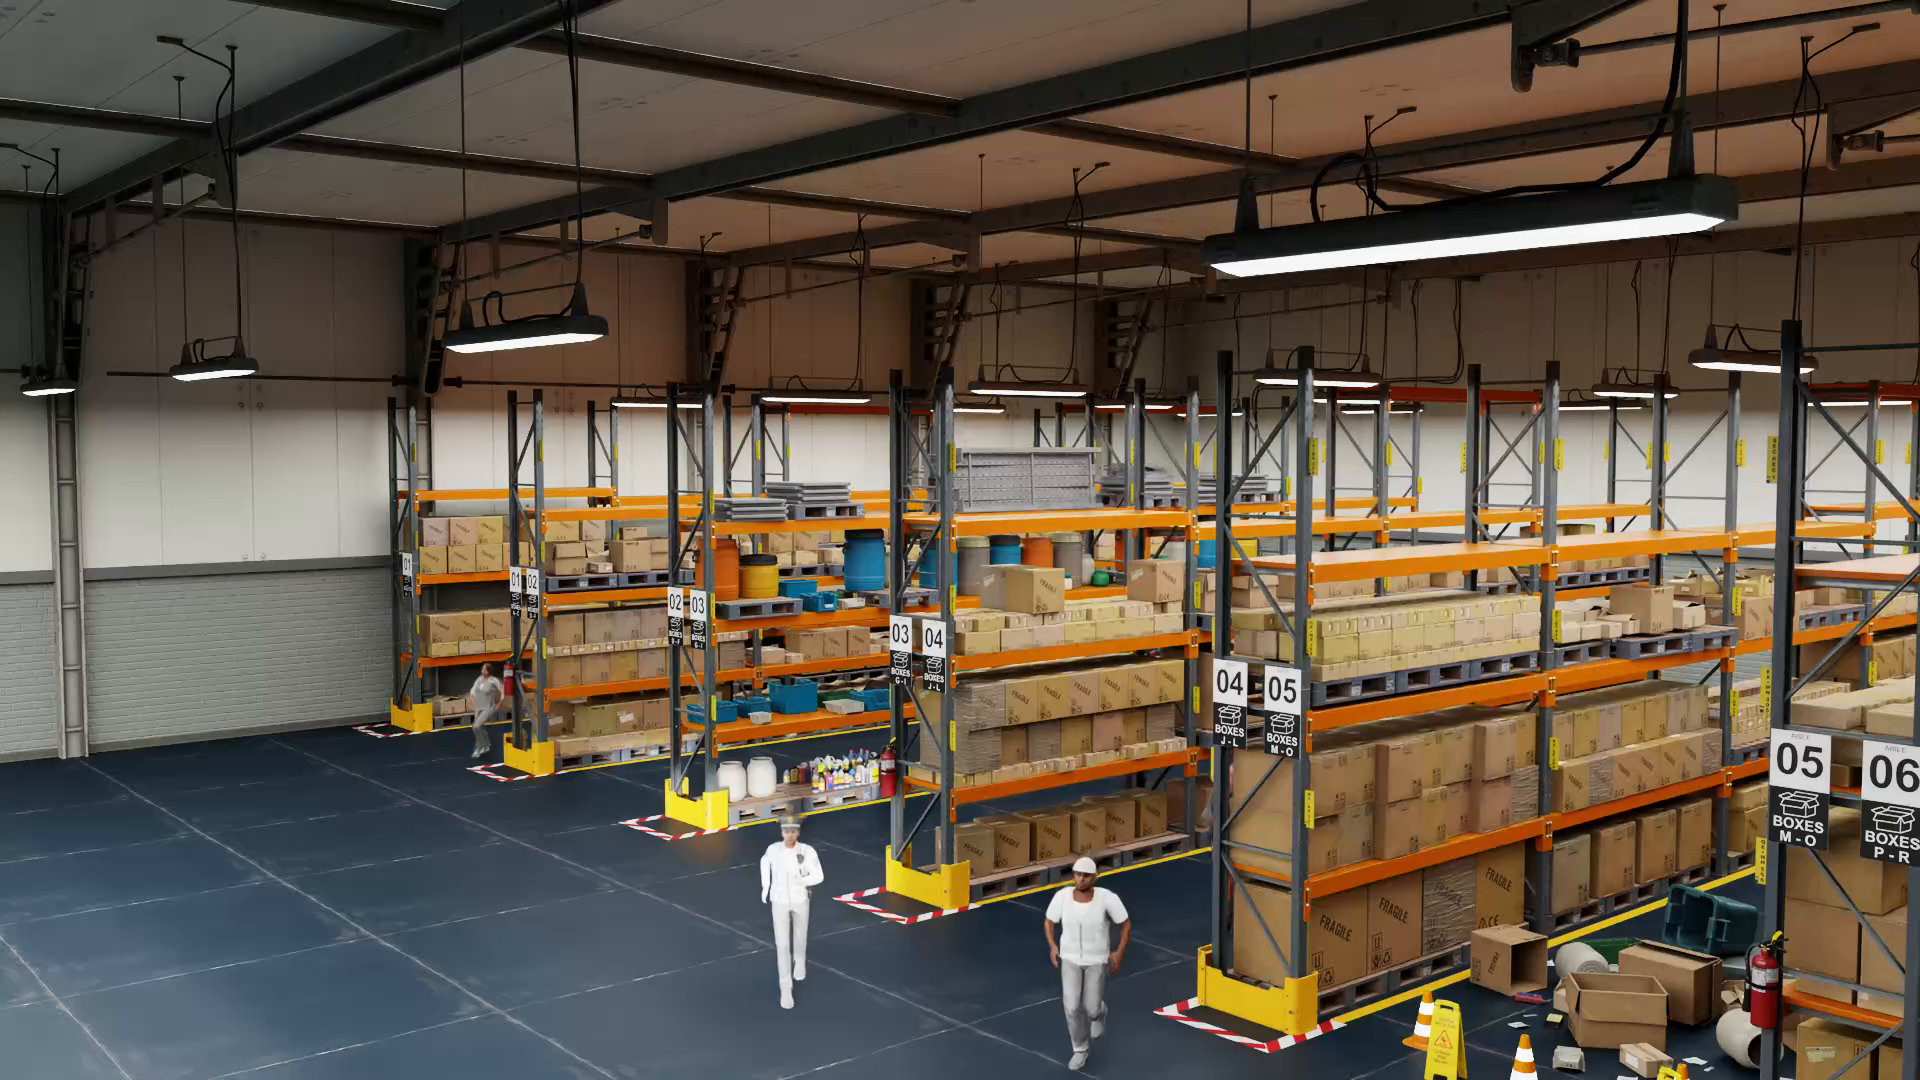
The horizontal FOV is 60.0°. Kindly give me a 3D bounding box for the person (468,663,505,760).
[{"bbox_3d":[-7.771,2.794,27.247,0.601,1.587,0.615,2,4,25],"label":"person"}]

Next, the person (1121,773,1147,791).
[{"bbox_3d":[2.448,2.973,23.679,0.579,1.659,0.859,3,5,43],"label":"person"}]

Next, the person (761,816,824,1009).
[{"bbox_3d":[-1.567,3.386,15.503,0.600,1.699,0.909,0,3,-3],"label":"person"}]

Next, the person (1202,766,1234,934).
[{"bbox_3d":[2.884,3.254,17.689,0.661,1.700,0.963,2,4,37],"label":"person"}]

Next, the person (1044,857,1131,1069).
[{"bbox_3d":[1.063,3.495,13.950,0.735,1.731,0.631,1,3,14],"label":"person"}]
